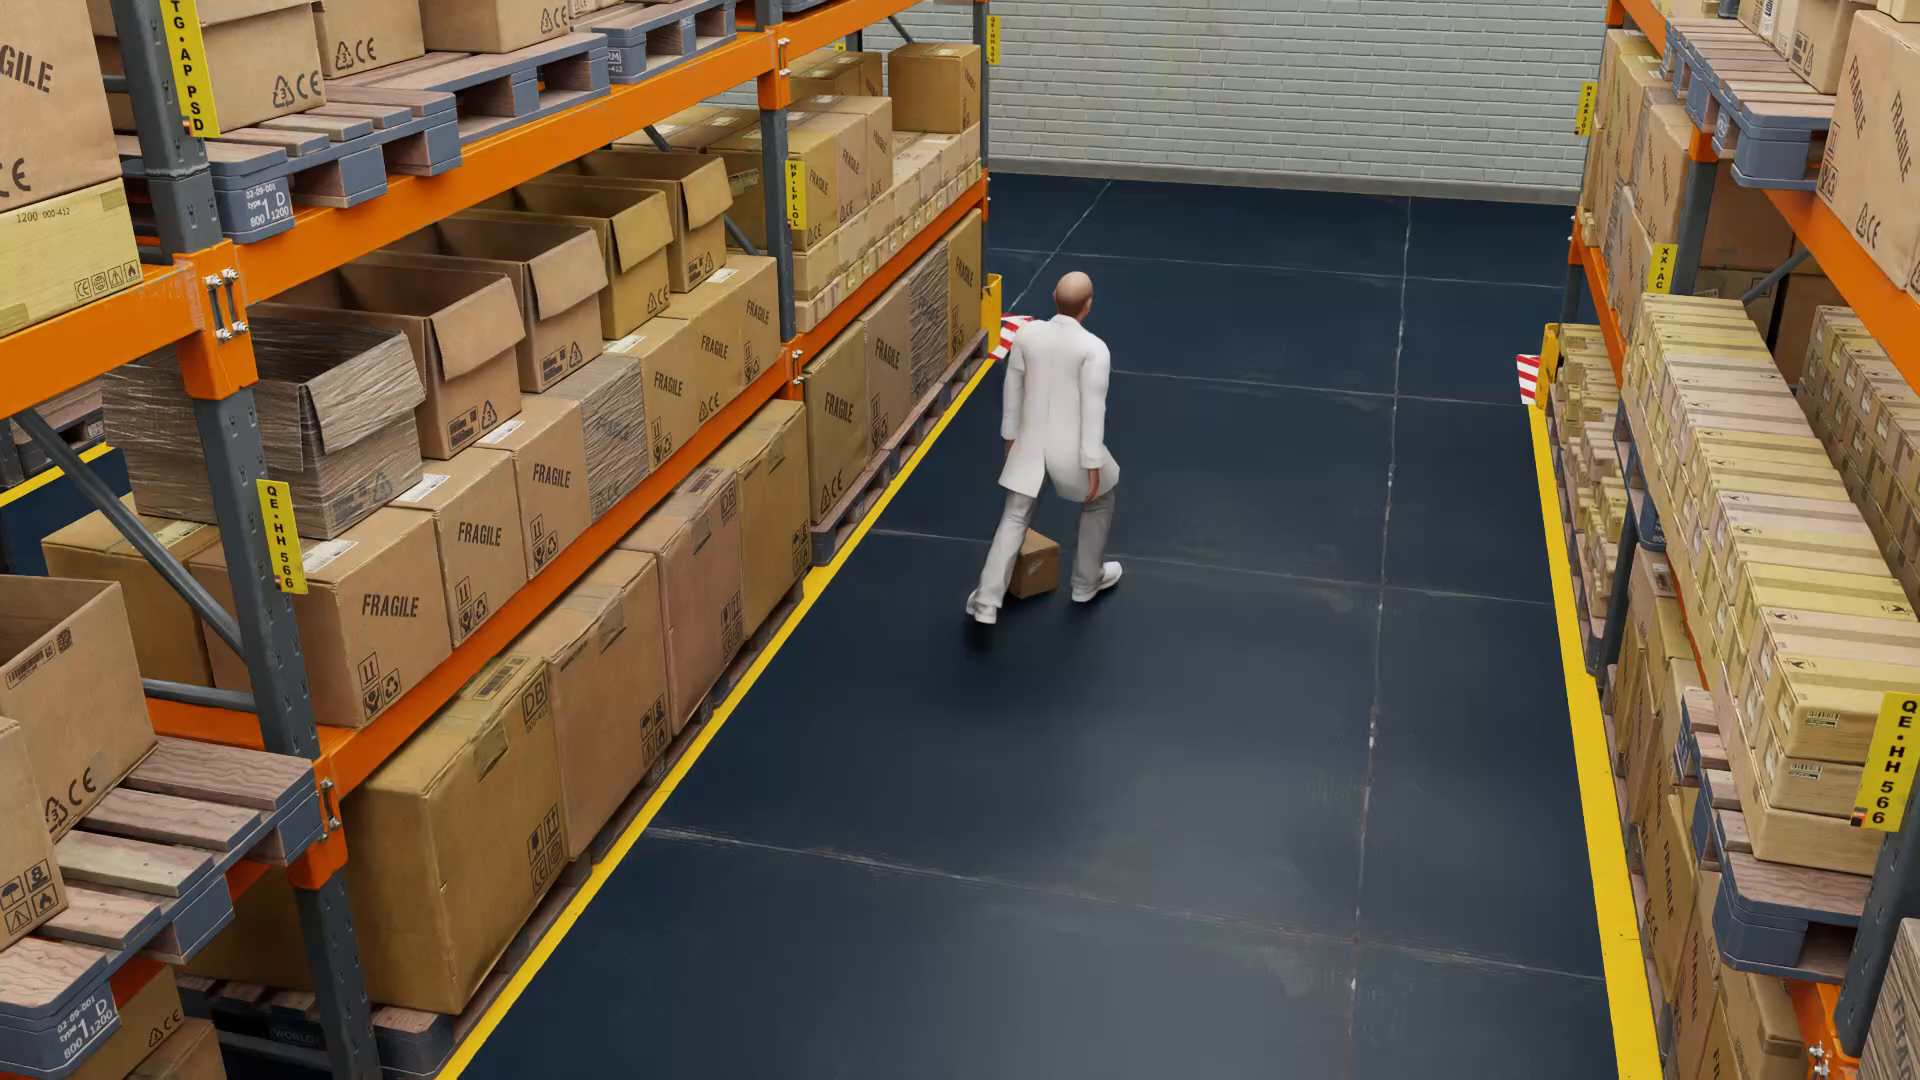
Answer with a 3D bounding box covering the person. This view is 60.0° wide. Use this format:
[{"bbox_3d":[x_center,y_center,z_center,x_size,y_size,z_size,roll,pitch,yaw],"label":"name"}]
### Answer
[{"bbox_3d":[0.430,-0.430,8.081,0.627,1.718,1.022,14,28,28],"label":"person"}]
